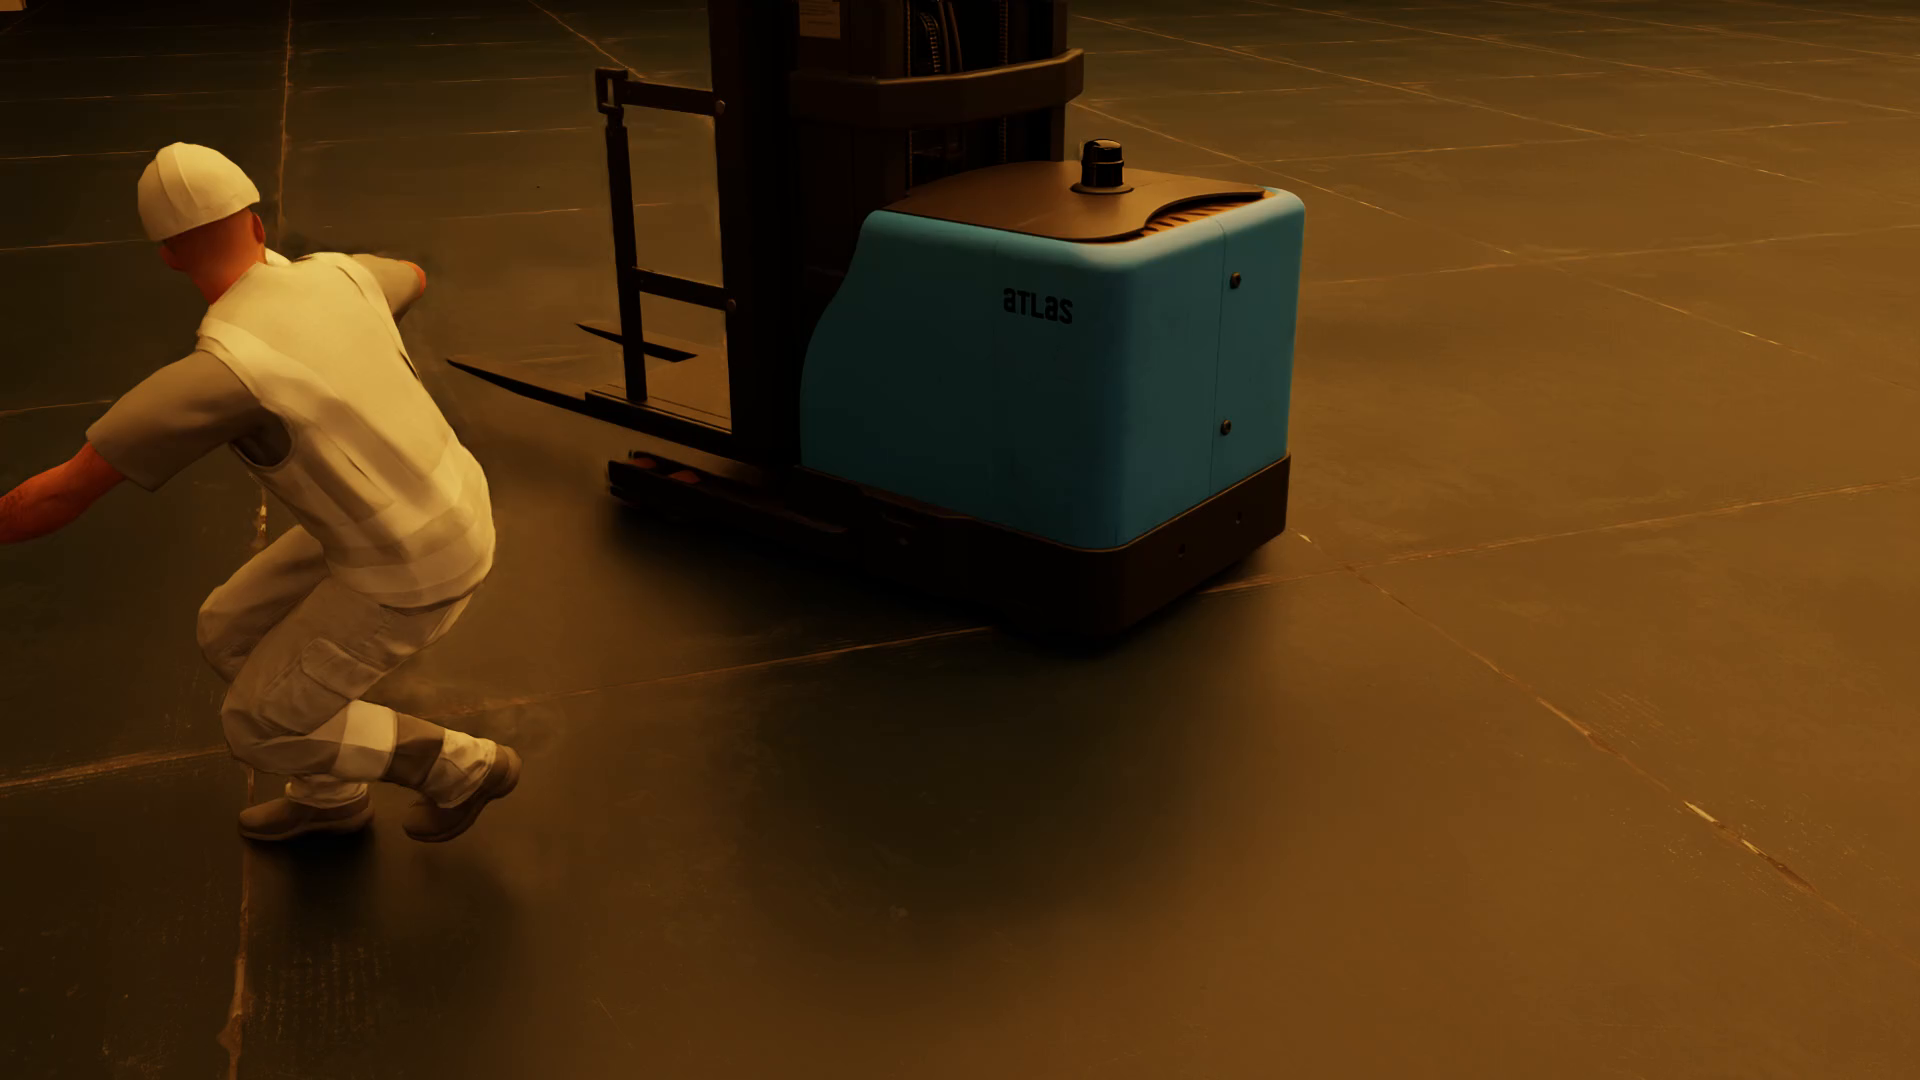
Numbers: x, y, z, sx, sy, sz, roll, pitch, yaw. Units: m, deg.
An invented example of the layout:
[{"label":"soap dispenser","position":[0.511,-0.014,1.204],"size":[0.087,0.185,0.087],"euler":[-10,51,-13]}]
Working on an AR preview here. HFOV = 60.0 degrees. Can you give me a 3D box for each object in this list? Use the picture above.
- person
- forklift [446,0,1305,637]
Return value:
[{"label":"person","position":[-1.425,-0.031,3.242],"size":[1.020,1.481,0.788],"euler":[-3,23,-8]},{"label":"forklift","position":[-0.492,-1.543,4.968],"size":[3.031,2.935,1.130],"euler":[17,28,35]}]
